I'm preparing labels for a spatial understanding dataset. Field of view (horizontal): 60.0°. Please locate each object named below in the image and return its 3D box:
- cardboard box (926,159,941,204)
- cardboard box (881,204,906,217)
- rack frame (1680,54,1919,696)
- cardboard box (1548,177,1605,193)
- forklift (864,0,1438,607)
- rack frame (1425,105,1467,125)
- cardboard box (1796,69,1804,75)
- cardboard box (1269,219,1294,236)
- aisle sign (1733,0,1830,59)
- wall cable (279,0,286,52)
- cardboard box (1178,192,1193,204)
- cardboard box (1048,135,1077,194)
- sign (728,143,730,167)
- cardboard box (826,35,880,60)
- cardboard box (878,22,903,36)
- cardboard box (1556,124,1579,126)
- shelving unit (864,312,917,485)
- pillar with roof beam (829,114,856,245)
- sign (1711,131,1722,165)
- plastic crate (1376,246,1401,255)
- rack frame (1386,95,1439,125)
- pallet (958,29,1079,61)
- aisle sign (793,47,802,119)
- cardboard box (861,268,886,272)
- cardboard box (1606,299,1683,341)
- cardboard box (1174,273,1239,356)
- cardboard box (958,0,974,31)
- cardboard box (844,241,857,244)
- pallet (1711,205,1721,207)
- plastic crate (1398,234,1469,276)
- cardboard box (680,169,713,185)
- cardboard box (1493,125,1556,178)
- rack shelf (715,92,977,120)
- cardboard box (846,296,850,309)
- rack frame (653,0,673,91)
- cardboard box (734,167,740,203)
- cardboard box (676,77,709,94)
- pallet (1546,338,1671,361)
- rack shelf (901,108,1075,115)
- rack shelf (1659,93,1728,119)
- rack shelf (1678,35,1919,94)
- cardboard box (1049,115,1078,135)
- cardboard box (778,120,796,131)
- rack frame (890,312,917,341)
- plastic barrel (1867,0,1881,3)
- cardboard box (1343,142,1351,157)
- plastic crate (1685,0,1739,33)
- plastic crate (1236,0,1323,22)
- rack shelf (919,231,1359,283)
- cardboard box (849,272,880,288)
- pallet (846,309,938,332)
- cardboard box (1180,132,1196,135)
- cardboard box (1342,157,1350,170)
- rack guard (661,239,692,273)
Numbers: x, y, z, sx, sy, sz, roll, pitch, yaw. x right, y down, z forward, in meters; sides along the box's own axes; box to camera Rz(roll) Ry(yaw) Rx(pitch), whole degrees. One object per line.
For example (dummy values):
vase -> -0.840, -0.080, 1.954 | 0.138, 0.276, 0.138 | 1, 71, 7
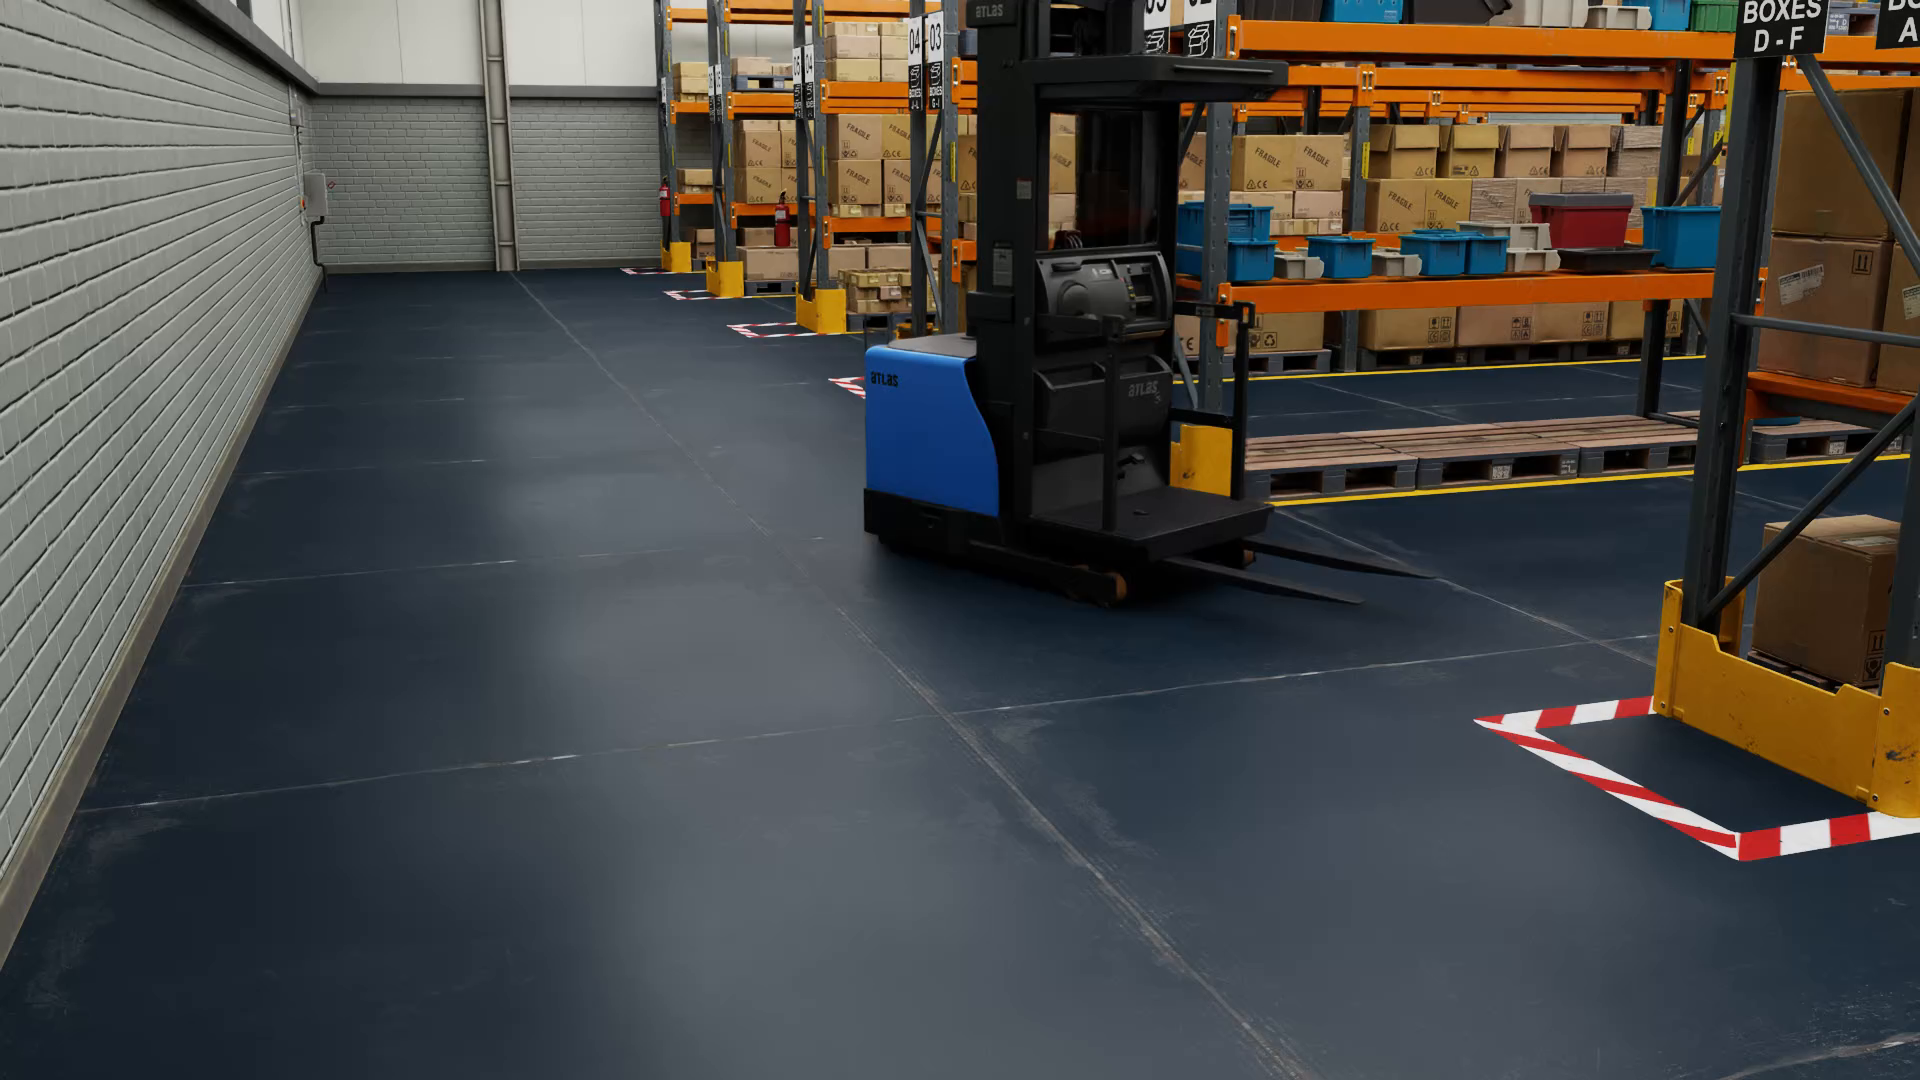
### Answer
cardboard box -> -0.238, -4.204, 19.477 | 0.500, 0.500, 0.500 | -4, 14, -17
cardboard box -> -0.807, -3.826, 19.287 | 0.250, 0.149, 0.380 | -5, 14, -20
rack frame -> 2.923, -0.692, 5.569 | 0.127, 3.000, 1.000 | -4, 14, -18
cardboard box -> 5.995, -3.338, 16.480 | 0.500, 0.500, 0.500 | -5, 14, -20
forklift -> 0.866, -1.245, 8.045 | 1.130, 2.935, 3.031 | -13, 18, -43
rack frame -> 7.980, -5.924, 27.565 | 0.127, 3.000, 1.000 | -4, 14, -18
cardboard box -> 8.363, -4.858, 16.927 | 0.500, 0.250, 0.500 | -4, 14, -17
cardboard box -> 2.887, -2.905, 15.418 | 0.250, 0.149, 0.380 | -5, 14, -19
aisle sign -> 2.761, -2.019, 5.529 | 0.004, 0.787, 0.394 | -4, 14, -18
wall cable -> -8.695, -7.475, 21.123 | 0.029, 3.000, 0.463 | -4, 14, -18
cardboard box -> 1.769, -3.028, 15.074 | 0.500, 0.250, 0.500 | -5, 14, -19
cardboard box -> 0.782, -3.314, 14.655 | 0.500, 0.500, 0.500 | -5, 14, -19
sign -> -3.222, -5.376, 23.219 | 0.005, 0.325, 0.100 | -4, 14, -18
cardboard box -> -1.210, -5.566, 18.821 | 0.500, 0.250, 0.500 | -4, 14, -17
cardboard box -> -0.811, -5.776, 18.845 | 0.250, 0.149, 0.380 | -4, 14, -18
cardboard box -> 9.907, -6.711, 27.855 | 0.500, 0.500, 0.700 | -5, 14, -18
shelving unit -> -0.385, -0.661, 9.327 | 0.189, 1.200, 0.258 | -11, 17, -37
pillar with roof beam -> -0.763, -8.542, 25.610 | 0.400, 9.000, 9.100 | -4, 14, -18
sign -> 7.530, -3.897, 16.542 | 0.005, 0.325, 0.100 | -4, 14, -18
plastic crate -> 2.872, -1.849, 10.875 | 0.250, 0.136, 0.298 | -4, 14, -18
rack frame -> 5.863, -4.550, 21.791 | 0.127, 3.000, 1.000 | -4, 14, -18
pallet -> 0.467, -4.338, 14.607 | 1.213, 0.211, 1.003 | -4, 14, -18
aisle sign -> -1.884, -5.285, 19.262 | 0.004, 0.787, 0.394 | -4, 14, -18
cardboard box -> -1.041, -3.167, 19.944 | 0.250, 0.149, 0.380 | -4, 14, -17
cardboard box -> 6.689, -2.579, 17.189 | 0.875, 0.875, 1.225 | -5, 14, -21
cardboard box -> 2.054, -2.233, 15.732 | 0.875, 0.875, 0.875 | -4, 14, -18
cardboard box -> 0.243, -4.676, 14.496 | 0.500, 0.500, 0.700 | -5, 14, -21
cardboard box -> -1.962, -5.164, 29.372 | 0.258, 0.266, 0.396 | -4, 14, -16
pallet -> 7.991, -3.438, 17.528 | 1.003, 0.211, 1.213 | -4, 14, -18
plastic crate -> 2.934, -1.769, 10.331 | 0.300, 0.233, 0.416 | -4, 14, -18
cardboard box -> -4.464, -6.173, 28.292 | 0.500, 0.250, 0.500 | -4, 14, -18
cardboard box -> 5.399, -3.843, 16.433 | 0.637, 0.503, 0.797 | -4, 14, -16
rack shelf -> -1.498, -6.295, 24.198 | 4.000, 0.370, 1.077 | -4, 14, -18
cardboard box -> -1.286, -2.862, 19.946 | 0.250, 0.149, 0.380 | -4, 14, -17
rack frame -> -4.980, -9.045, 27.723 | 0.127, 3.000, 1.000 | -4, 14, -18
cardboard box -> -3.021, -5.180, 24.224 | 0.500, 0.500, 0.500 | -4, 14, -18
cardboard box -> -4.472, -7.630, 27.939 | 0.500, 0.250, 0.500 | -5, 14, -19
pallet -> 6.578, -2.057, 17.334 | 1.213, 0.211, 1.003 | -4, 14, -18
rack shelf -> 0.707, -7.679, 30.015 | 4.000, 0.370, 1.077 | -4, 14, -18
rack shelf -> 11.550, -6.103, 23.389 | 4.000, 0.370, 1.077 | -4, 14, -18
rack shelf -> 7.034, -3.331, 11.735 | 4.000, 0.370, 1.077 | -4, 14, -18
cardboard box -> 1.225, -4.802, 19.828 | 0.500, 0.500, 0.500 | -5, 14, -20
cardboard box -> -2.460, -5.883, 23.616 | 0.250, 0.149, 0.380 | -4, 14, -16
rack frame -> -0.314, -0.674, 9.383 | 0.006, 1.200, 0.240 | -11, 17, -37
plastic barrel -> 6.707, -4.141, 11.595 | 0.708, 0.901, 0.600 | -4, 14, -18
cardboard box -> 6.158, -6.125, 26.643 | 0.500, 0.500, 0.500 | -5, 14, -20
plastic crate -> 4.833, -3.332, 10.646 | 0.662, 0.188, 0.450 | -4, 14, -18
plastic crate -> 1.801, -3.141, 9.668 | 0.590, 0.269, 0.497 | -4, 14, -18
rack shelf -> 1.663, -2.662, 15.408 | 4.000, 0.370, 1.077 | -4, 14, -18
cardboard box -> -1.114, -3.031, 19.371 | 0.250, 0.149, 0.380 | -5, 14, -21
pallet -> -0.866, -2.661, 19.874 | 1.213, 0.211, 1.003 | -4, 14, -18
cardboard box -> 3.299, -6.028, 25.628 | 0.500, 0.500, 0.500 | -4, 14, -17
cardboard box -> 4.806, -4.727, 20.884 | 0.250, 0.149, 0.380 | -4, 14, -16
rack guard -> -4.908, -4.916, 28.730 | 0.348, 0.500, 1.175 | -4, 14, -18
